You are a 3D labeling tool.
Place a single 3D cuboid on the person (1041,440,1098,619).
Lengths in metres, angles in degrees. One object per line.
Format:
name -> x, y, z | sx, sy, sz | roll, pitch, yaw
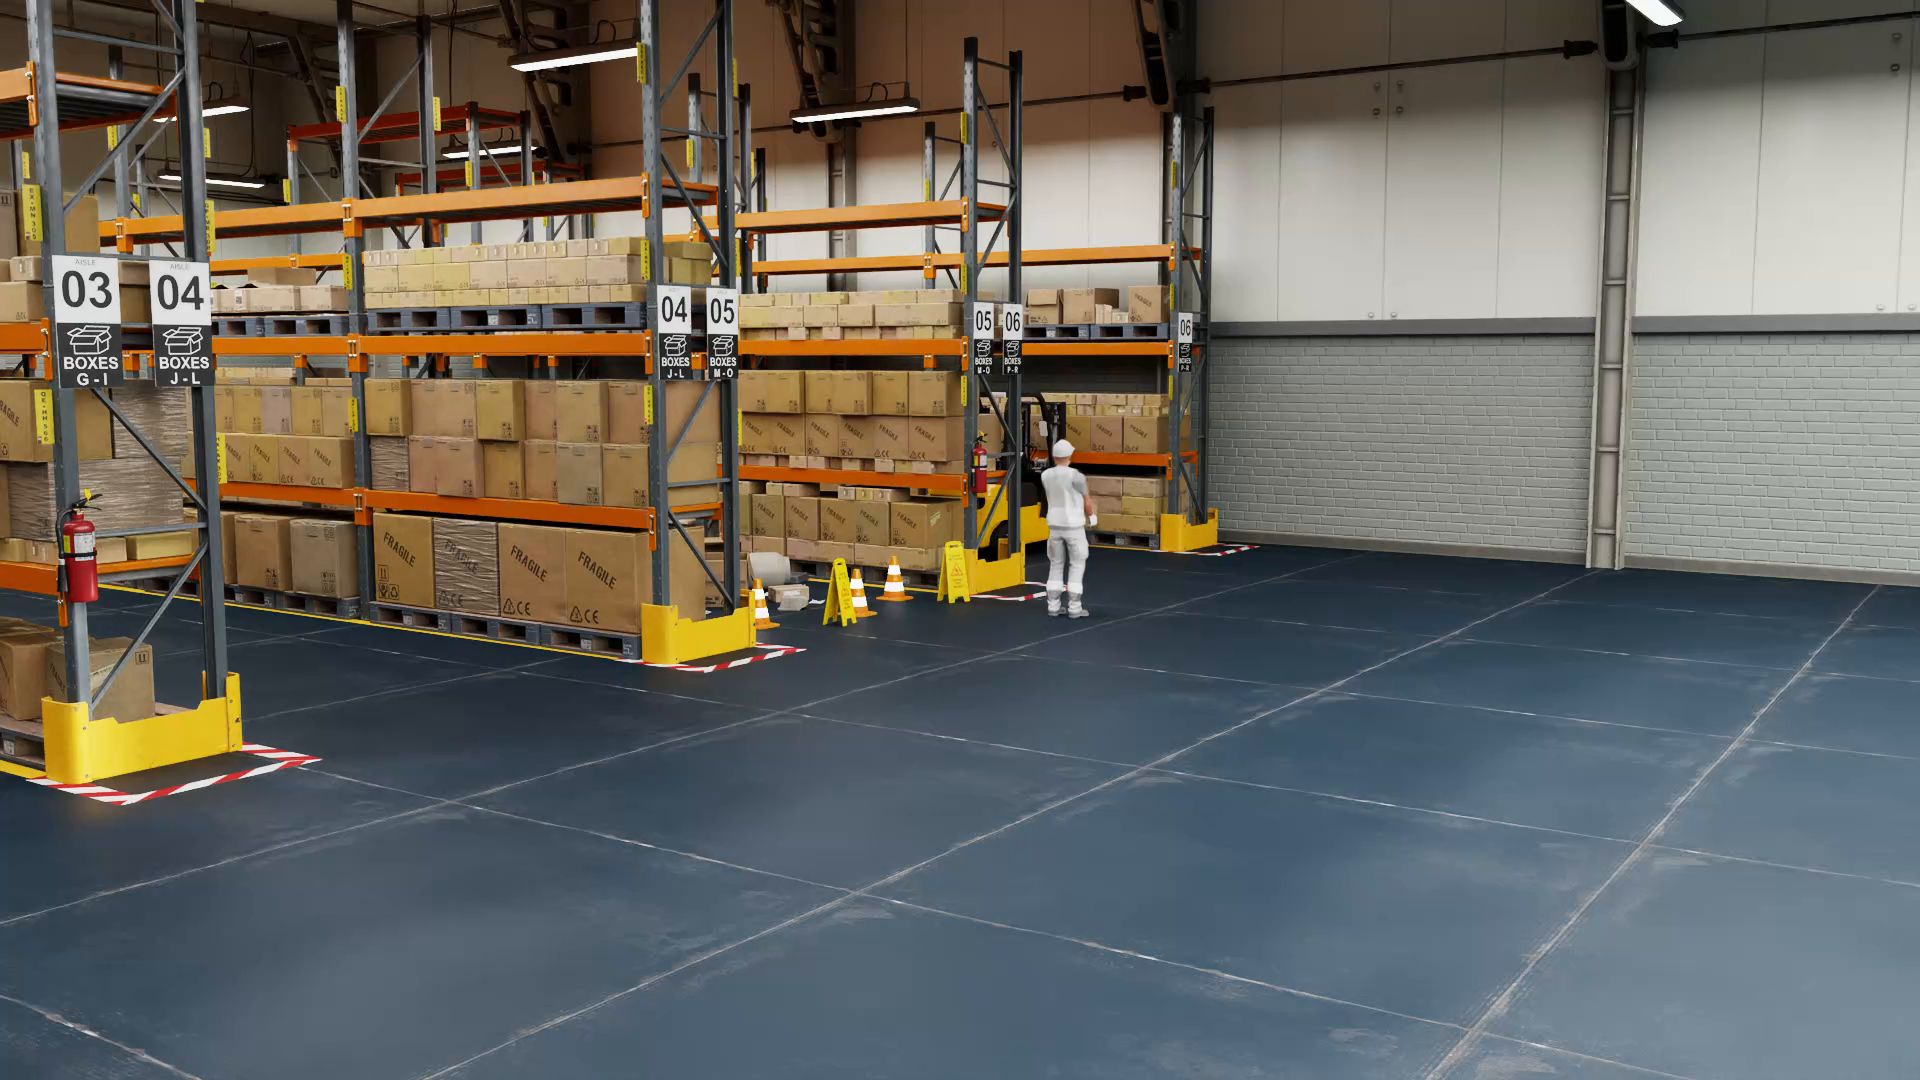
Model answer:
person -> 1.112, -0.125, 16.769 | 0.494, 1.784, 0.554 | 4, 8, 34
